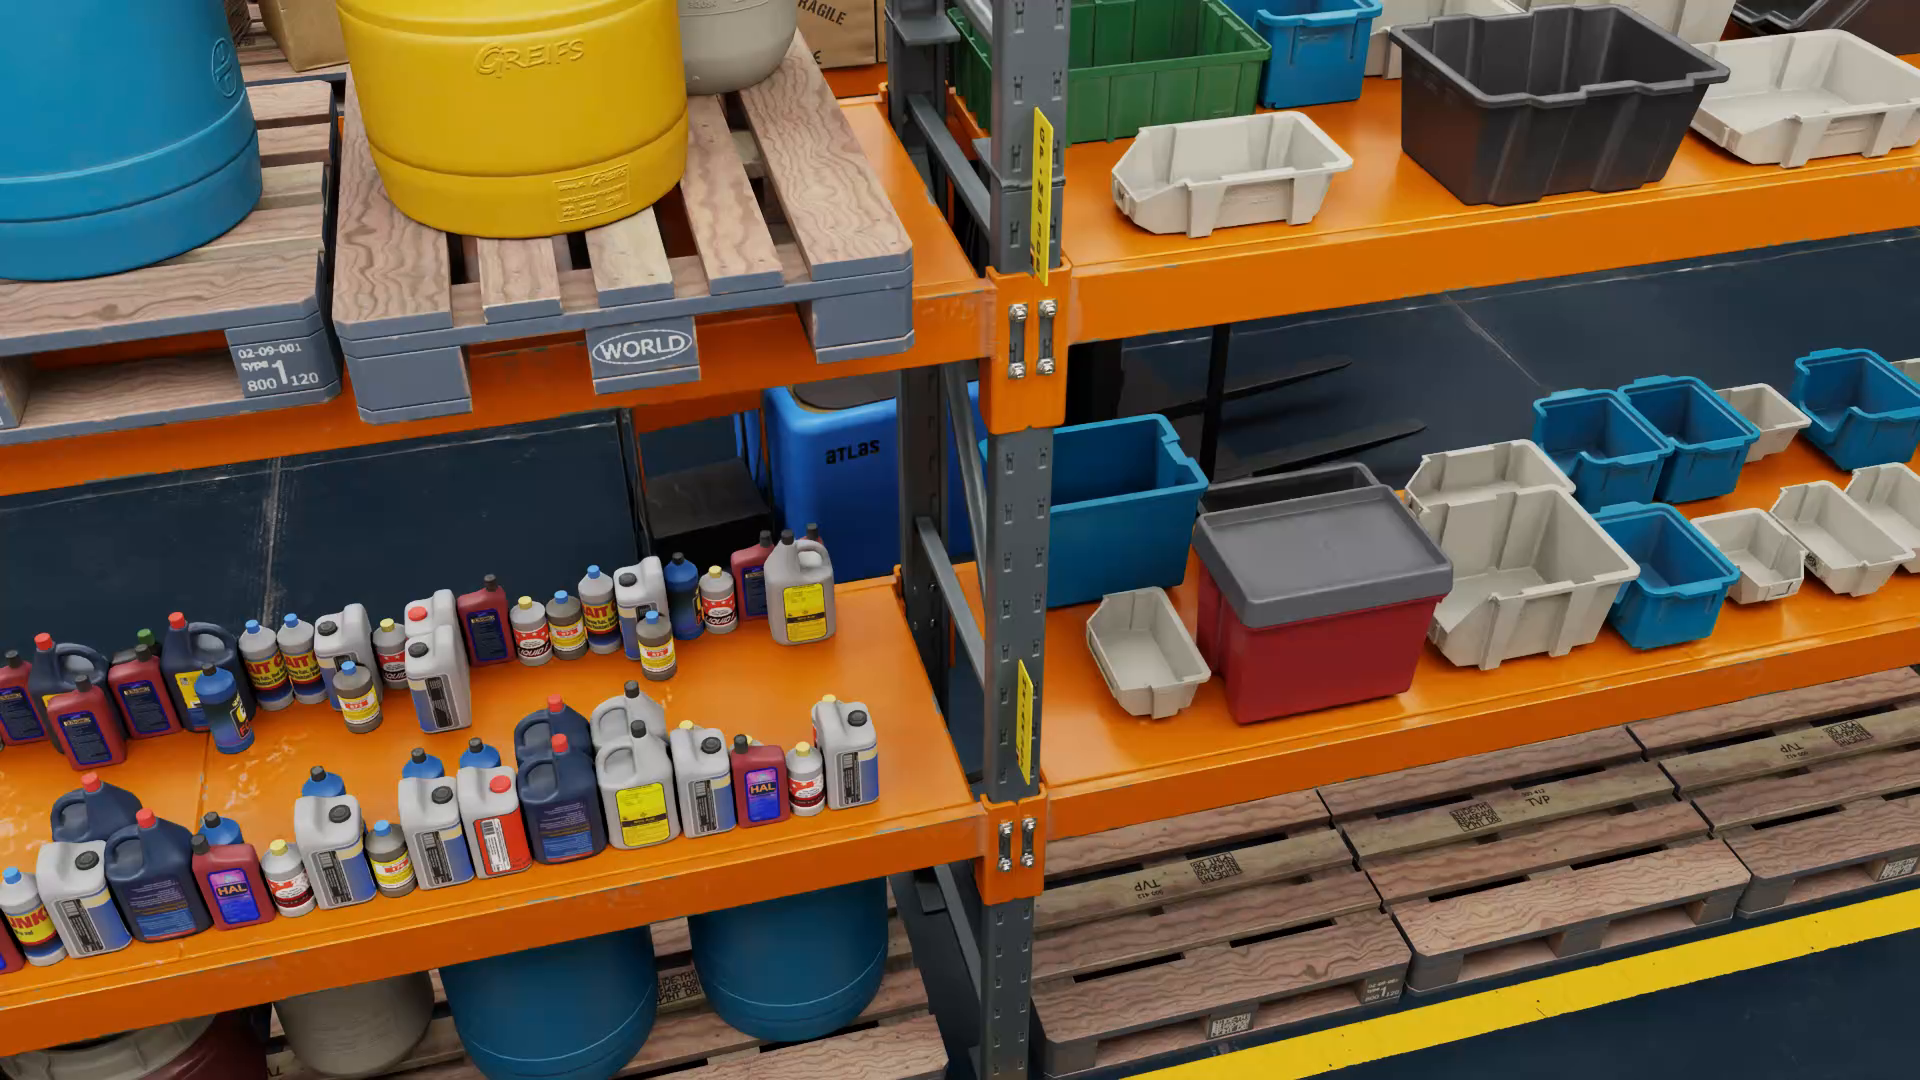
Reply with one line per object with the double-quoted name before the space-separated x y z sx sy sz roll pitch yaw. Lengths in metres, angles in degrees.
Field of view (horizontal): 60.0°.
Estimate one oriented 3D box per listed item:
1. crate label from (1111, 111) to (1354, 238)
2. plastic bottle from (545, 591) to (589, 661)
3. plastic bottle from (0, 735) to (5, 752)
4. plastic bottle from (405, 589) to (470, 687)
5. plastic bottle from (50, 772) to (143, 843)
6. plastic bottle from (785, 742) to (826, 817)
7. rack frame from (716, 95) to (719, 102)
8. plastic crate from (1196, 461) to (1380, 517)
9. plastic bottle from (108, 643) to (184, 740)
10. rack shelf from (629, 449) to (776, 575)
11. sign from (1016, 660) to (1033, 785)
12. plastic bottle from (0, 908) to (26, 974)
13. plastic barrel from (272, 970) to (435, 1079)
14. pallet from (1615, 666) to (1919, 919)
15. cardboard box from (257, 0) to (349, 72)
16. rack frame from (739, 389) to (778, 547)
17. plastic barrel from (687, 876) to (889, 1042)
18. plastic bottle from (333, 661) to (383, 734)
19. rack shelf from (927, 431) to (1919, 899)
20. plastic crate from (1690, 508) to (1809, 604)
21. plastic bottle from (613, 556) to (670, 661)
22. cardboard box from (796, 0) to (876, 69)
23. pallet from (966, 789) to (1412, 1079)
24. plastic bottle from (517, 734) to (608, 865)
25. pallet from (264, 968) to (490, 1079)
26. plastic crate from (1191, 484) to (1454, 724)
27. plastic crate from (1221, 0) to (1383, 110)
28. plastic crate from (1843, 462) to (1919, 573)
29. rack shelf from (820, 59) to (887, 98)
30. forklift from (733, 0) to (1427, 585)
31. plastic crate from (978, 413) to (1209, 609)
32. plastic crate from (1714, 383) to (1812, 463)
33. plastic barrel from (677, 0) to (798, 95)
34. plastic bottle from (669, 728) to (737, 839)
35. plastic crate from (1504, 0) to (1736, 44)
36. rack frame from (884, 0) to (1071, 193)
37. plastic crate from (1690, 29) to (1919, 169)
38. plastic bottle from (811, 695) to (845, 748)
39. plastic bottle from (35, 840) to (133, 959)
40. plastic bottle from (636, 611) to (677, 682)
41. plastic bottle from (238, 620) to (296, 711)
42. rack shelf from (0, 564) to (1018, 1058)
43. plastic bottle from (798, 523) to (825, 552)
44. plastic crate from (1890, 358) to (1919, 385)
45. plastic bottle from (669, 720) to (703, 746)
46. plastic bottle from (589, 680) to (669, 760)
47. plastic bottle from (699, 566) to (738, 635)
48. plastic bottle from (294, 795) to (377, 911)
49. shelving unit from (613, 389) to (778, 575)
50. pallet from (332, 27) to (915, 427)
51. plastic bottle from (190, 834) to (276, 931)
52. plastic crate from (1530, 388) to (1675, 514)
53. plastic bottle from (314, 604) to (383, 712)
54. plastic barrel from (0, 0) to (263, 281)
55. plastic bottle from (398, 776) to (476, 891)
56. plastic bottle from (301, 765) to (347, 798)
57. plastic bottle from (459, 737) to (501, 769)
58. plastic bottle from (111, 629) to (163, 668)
"crate label" 0.560 -0.769 3.535 0.466 0.136 0.293 -9 38 -12
"plastic bottle" -1.100 0.230 4.644 0.097 0.201 0.097 0 37 0
"plastic bottle" -2.573 0.471 4.328 0.097 0.201 0.097 0 37 0
"plastic bottle" -1.428 0.271 4.529 0.135 0.276 0.152 -9 38 -12
"plastic bottle" -2.023 0.689 3.921 0.185 0.351 0.144 -9 38 -12
"plastic bottle" -0.389 0.591 4.173 0.097 0.201 0.097 0 37 0
"rack frame" -1.276 -2.681 8.286 0.127 3.000 1.000 -9 38 -12
"plastic crate" 1.023 -0.024 4.990 0.590 0.125 0.437 -9 38 -12
"plastic bottle" -2.144 0.395 4.361 0.133 0.283 0.061 -9 38 -12
"rack shelf" -1.025 0.006 6.686 0.480 0.518 0.431 -14 40 -17
"sign" 0.154 0.438 3.980 0.005 0.325 0.100 -9 38 -12
"plastic bottle" -2.220 0.870 3.740 0.133 0.283 0.061 -9 38 -12
"plastic barrel" -1.769 1.272 4.820 0.421 0.512 0.421 0 37 0
"pallet" 3.068 0.807 6.021 1.213 0.211 1.003 -9 38 -12
"cardboard box" -2.965 -2.571 7.714 0.500 0.500 0.700 -19 41 -23
"rack frame" -0.804 -0.617 6.321 0.015 2.100 0.400 -14 40 -17
"plastic barrel" -0.517 0.968 4.897 0.708 0.901 0.600 -9 38 -12
"plastic bottle" -1.601 0.408 4.412 0.097 0.201 0.097 0 37 0
"rack shelf" 1.943 0.194 5.119 4.000 0.370 1.077 -9 38 -12
"plastic crate" 2.307 0.062 4.868 0.250 0.136 0.298 -9 38 -12
"plastic bottle" -0.887 0.182 4.645 0.135 0.276 0.152 -9 38 -12
"cardboard box" -0.712 -2.641 8.152 0.500 0.500 0.500 -8 38 -11
"pallet" 0.712 1.194 5.516 1.213 0.211 1.003 -9 38 -12
"plastic bottle" -0.968 0.612 4.022 0.185 0.351 0.144 -9 38 -12
"pallet" -1.924 1.626 4.951 1.213 0.211 1.003 -9 38 -12
"plastic crate" 0.940 0.182 4.442 0.583 0.464 0.402 -9 38 -12
"plastic crate" 0.808 -1.231 4.059 0.300 0.233 0.416 -9 38 -12
"plastic crate" 2.850 -0.055 5.020 0.243 0.136 0.396 -9 38 -12
"rack shelf" 0.655 -2.712 8.918 4.000 0.370 1.077 -9 38 -12
"forklift" 0.598 -1.344 6.595 3.031 2.935 1.130 -14 40 -18
"plastic crate" 0.374 -0.066 4.831 0.575 0.384 0.392 -9 38 -12
"plastic crate" 2.564 -0.372 5.435 0.298 0.136 0.250 -9 38 -12
"plastic barrel" -0.561 -1.251 3.490 0.433 0.535 0.433 0 37 0
"plastic bottle" -0.637 0.584 4.119 0.135 0.276 0.152 -9 38 -12
"plastic crate" 1.654 -1.383 4.217 0.530 0.282 0.437 -9 38 -12
"rack frame" 0.012 -2.157 2.664 0.127 3.000 1.000 -9 38 -12
"plastic crate" 1.944 -1.022 3.866 0.530 0.136 0.437 -9 38 -12
"plastic bottle" -0.334 0.486 4.309 0.097 0.201 0.097 0 37 0
"plastic bottle" -2.009 0.810 3.825 0.135 0.276 0.152 -9 38 -12
"plastic bottle" -0.837 0.282 4.576 0.097 0.201 0.097 0 37 0
"plastic bottle" -1.865 0.327 4.459 0.097 0.271 0.097 0 37 0
"rack shelf" -1.919 0.828 4.291 4.000 0.370 1.077 -9 38 -12
"plastic bottle" -0.453 0.080 4.773 0.133 0.283 0.061 -9 38 -12
"plastic crate" 3.218 -0.479 5.575 0.298 0.136 0.250 -9 38 -12
"plastic bottle" -0.687 0.544 4.234 0.097 0.201 0.097 0 37 0
"plastic bottle" -0.827 0.498 4.171 0.185 0.351 0.144 -9 38 -12
"plastic bottle" -0.688 0.162 4.733 0.097 0.201 0.097 0 37 0
"plastic bottle" -1.477 0.722 3.939 0.135 0.276 0.152 -9 38 -12
"shelving unit" -1.030 -0.560 6.250 0.503 2.100 0.431 -14 40 -17
"pallet" -0.719 -0.710 3.395 1.003 0.211 1.213 -9 38 -12
"plastic bottle" -1.689 0.783 3.854 0.133 0.283 0.061 -9 38 -12
"plastic crate" 1.989 -0.264 5.214 0.300 0.233 0.416 -9 38 -12
"plastic bottle" -1.652 0.308 4.481 0.135 0.276 0.152 -9 38 -12
"plastic barrel" -1.596 -0.972 2.825 0.708 0.901 0.600 -9 38 -12
"plastic bottle" -1.253 0.686 3.987 0.135 0.276 0.152 -9 38 -12
"plastic bottle" -1.528 0.654 4.032 0.097 0.271 0.097 0 37 0
"plastic bottle" -1.174 0.596 4.108 0.097 0.271 0.097 0 37 0
"plastic bottle" -2.159 0.360 4.407 0.133 0.283 0.061 -9 38 -12
